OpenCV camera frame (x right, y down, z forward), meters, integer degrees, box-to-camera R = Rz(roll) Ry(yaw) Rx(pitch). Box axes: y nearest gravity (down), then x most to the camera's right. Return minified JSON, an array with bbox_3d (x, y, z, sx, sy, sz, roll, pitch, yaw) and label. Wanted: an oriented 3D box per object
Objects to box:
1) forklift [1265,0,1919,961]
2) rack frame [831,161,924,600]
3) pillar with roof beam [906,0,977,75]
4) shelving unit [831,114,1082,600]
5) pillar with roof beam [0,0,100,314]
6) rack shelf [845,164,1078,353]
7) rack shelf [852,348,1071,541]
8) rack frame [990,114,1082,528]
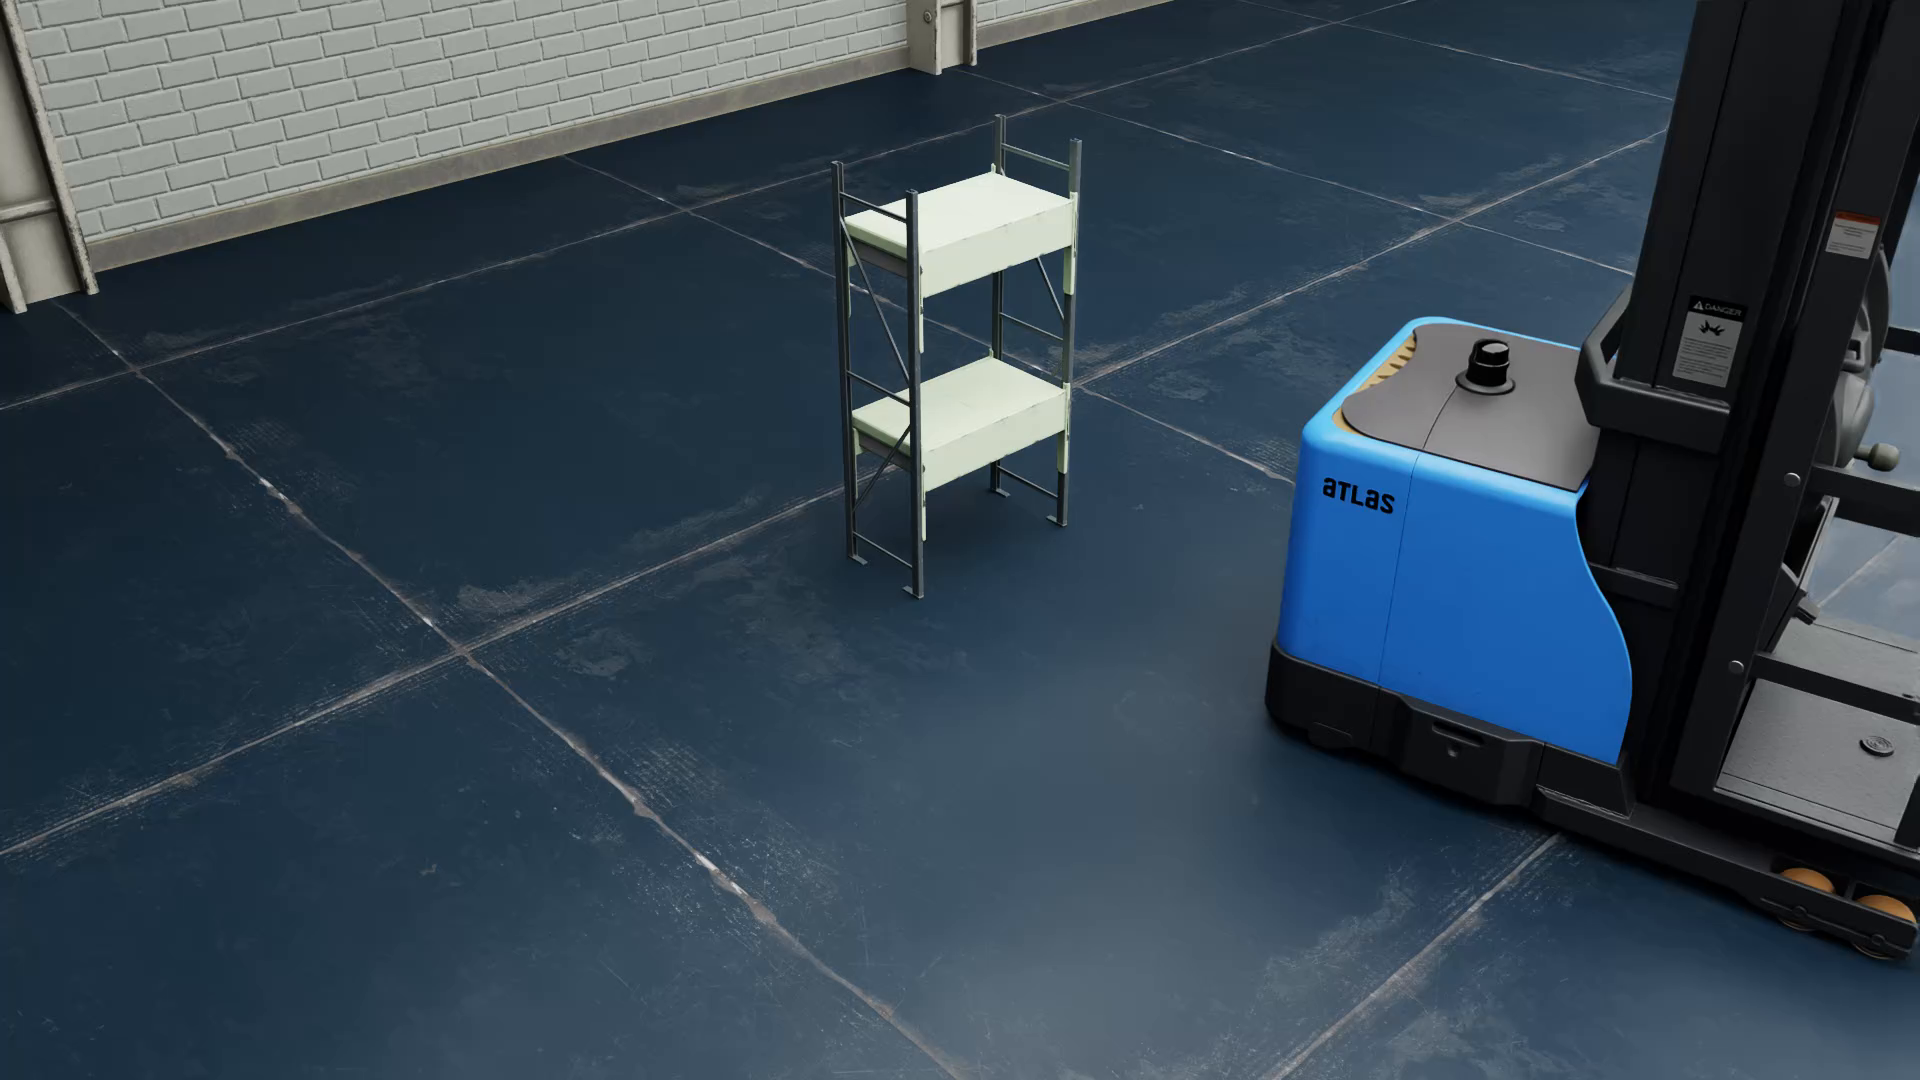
[{"bbox_3d":[2.482,-0.454,4.183,3.031,2.935,1.130,19,36,27],"label":"forklift"},{"bbox_3d":[-0.273,-0.508,5.643,0.023,1.500,0.400,-26,40,-35],"label":"rack frame"},{"bbox_3d":[2.801,-5.541,6.686,0.400,9.000,9.100,-26,40,-35],"label":"pillar with roof beam"},{"bbox_3d":[-0.005,-0.637,5.855,0.755,1.500,0.431,-26,40,-35],"label":"shelving unit"},{"bbox_3d":[-1.599,-3.413,3.206,0.400,9.000,9.100,-26,40,-35],"label":"pillar with roof beam"},{"bbox_3d":[-0.005,-0.970,5.651,0.720,0.370,0.431,-26,40,-35],"label":"rack shelf"},{"bbox_3d":[-0.005,-0.359,6.025,0.720,0.370,0.431,-26,40,-35],"label":"rack shelf"},{"bbox_3d":[0.264,-0.767,6.067,0.023,1.500,0.400,-26,40,-35],"label":"rack frame"}]
